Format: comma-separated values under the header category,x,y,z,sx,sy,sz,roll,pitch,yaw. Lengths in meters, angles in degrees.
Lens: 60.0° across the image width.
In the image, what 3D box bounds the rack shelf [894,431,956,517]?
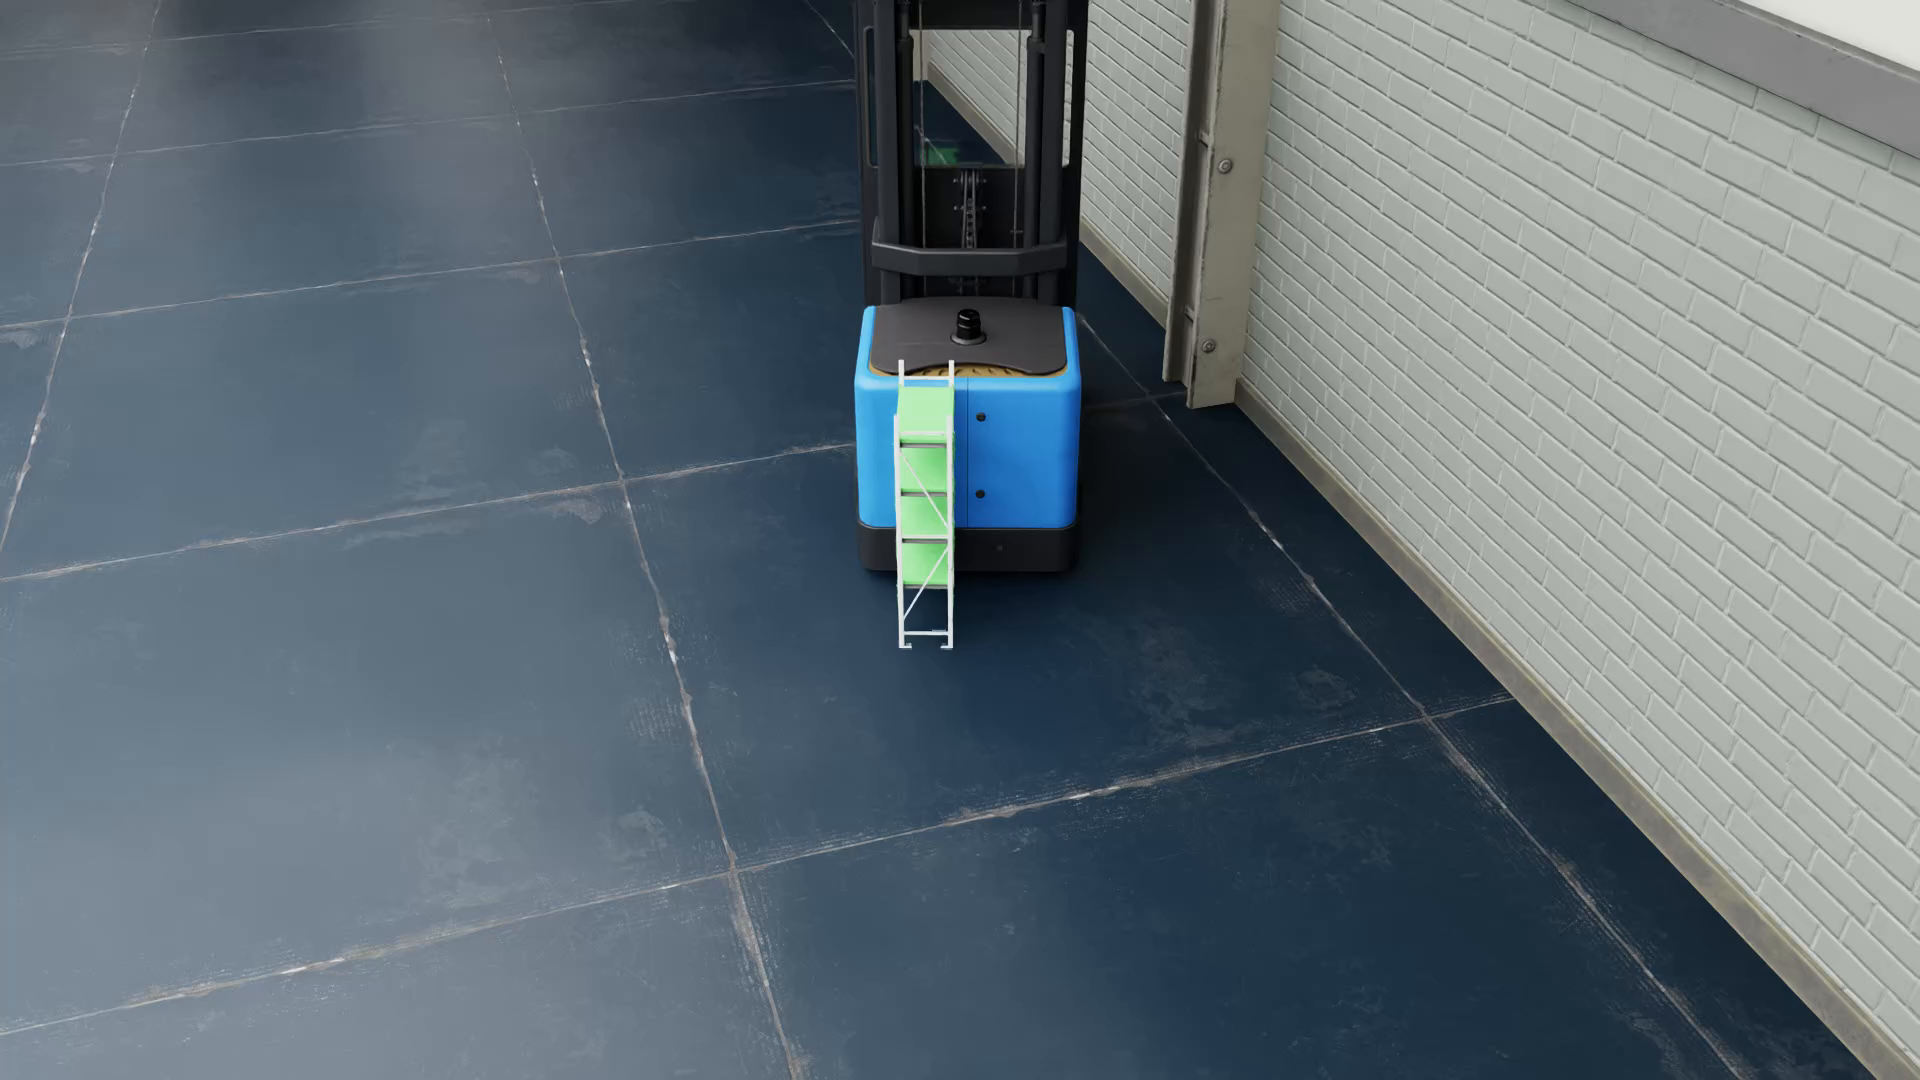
category,x,y,z,sx,sy,sz,roll,pitch,yaw
rack shelf,-0.150,-0.293,7.286,0.258,0.148,0.480,0,33,1

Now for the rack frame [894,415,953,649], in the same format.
category,x,y,z,sx,sy,sz,roll,pitch,yaw
rack frame,-0.152,-0.012,7.180,0.240,1.200,0.015,0,33,1

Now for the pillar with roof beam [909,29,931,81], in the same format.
category,x,y,z,sx,sy,sz,roll,pitch,yaw
pillar with roof beam,-4.548,-7.049,10.754,9.100,9.000,0.400,-10,35,-15

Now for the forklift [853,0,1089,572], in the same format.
category,x,y,z,sx,sy,sz,roll,pitch,yaw
forklift,0.052,-1.849,8.389,1.130,2.935,3.031,0,33,1

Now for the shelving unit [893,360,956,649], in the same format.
category,x,y,z,sx,sy,sz,roll,pitch,yaw
shelving unit,-0.150,-0.146,7.383,0.258,1.200,0.503,0,33,1

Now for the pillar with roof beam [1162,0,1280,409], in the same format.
category,x,y,z,sx,sy,sz,roll,pitch,yaw
pillar with roof beam,-2.718,-3.898,5.987,9.100,9.000,0.400,-10,35,-15

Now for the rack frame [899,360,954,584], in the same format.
category,x,y,z,sx,sy,sz,roll,pitch,yaw
rack frame,-0.147,-0.281,7.587,0.240,1.200,0.015,0,33,1

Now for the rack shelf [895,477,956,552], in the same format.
category,x,y,z,sx,sy,sz,roll,pitch,yaw
rack shelf,-0.150,-0.093,7.418,0.258,0.148,0.480,0,33,1

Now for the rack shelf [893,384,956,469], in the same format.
category,x,y,z,sx,sy,sz,roll,pitch,yaw
rack shelf,-0.150,-0.494,7.154,0.258,0.148,0.480,0,33,1

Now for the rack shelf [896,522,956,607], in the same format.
category,x,y,z,sx,sy,sz,roll,pitch,yaw
rack shelf,-0.150,0.107,7.551,0.258,0.148,0.480,0,33,1
